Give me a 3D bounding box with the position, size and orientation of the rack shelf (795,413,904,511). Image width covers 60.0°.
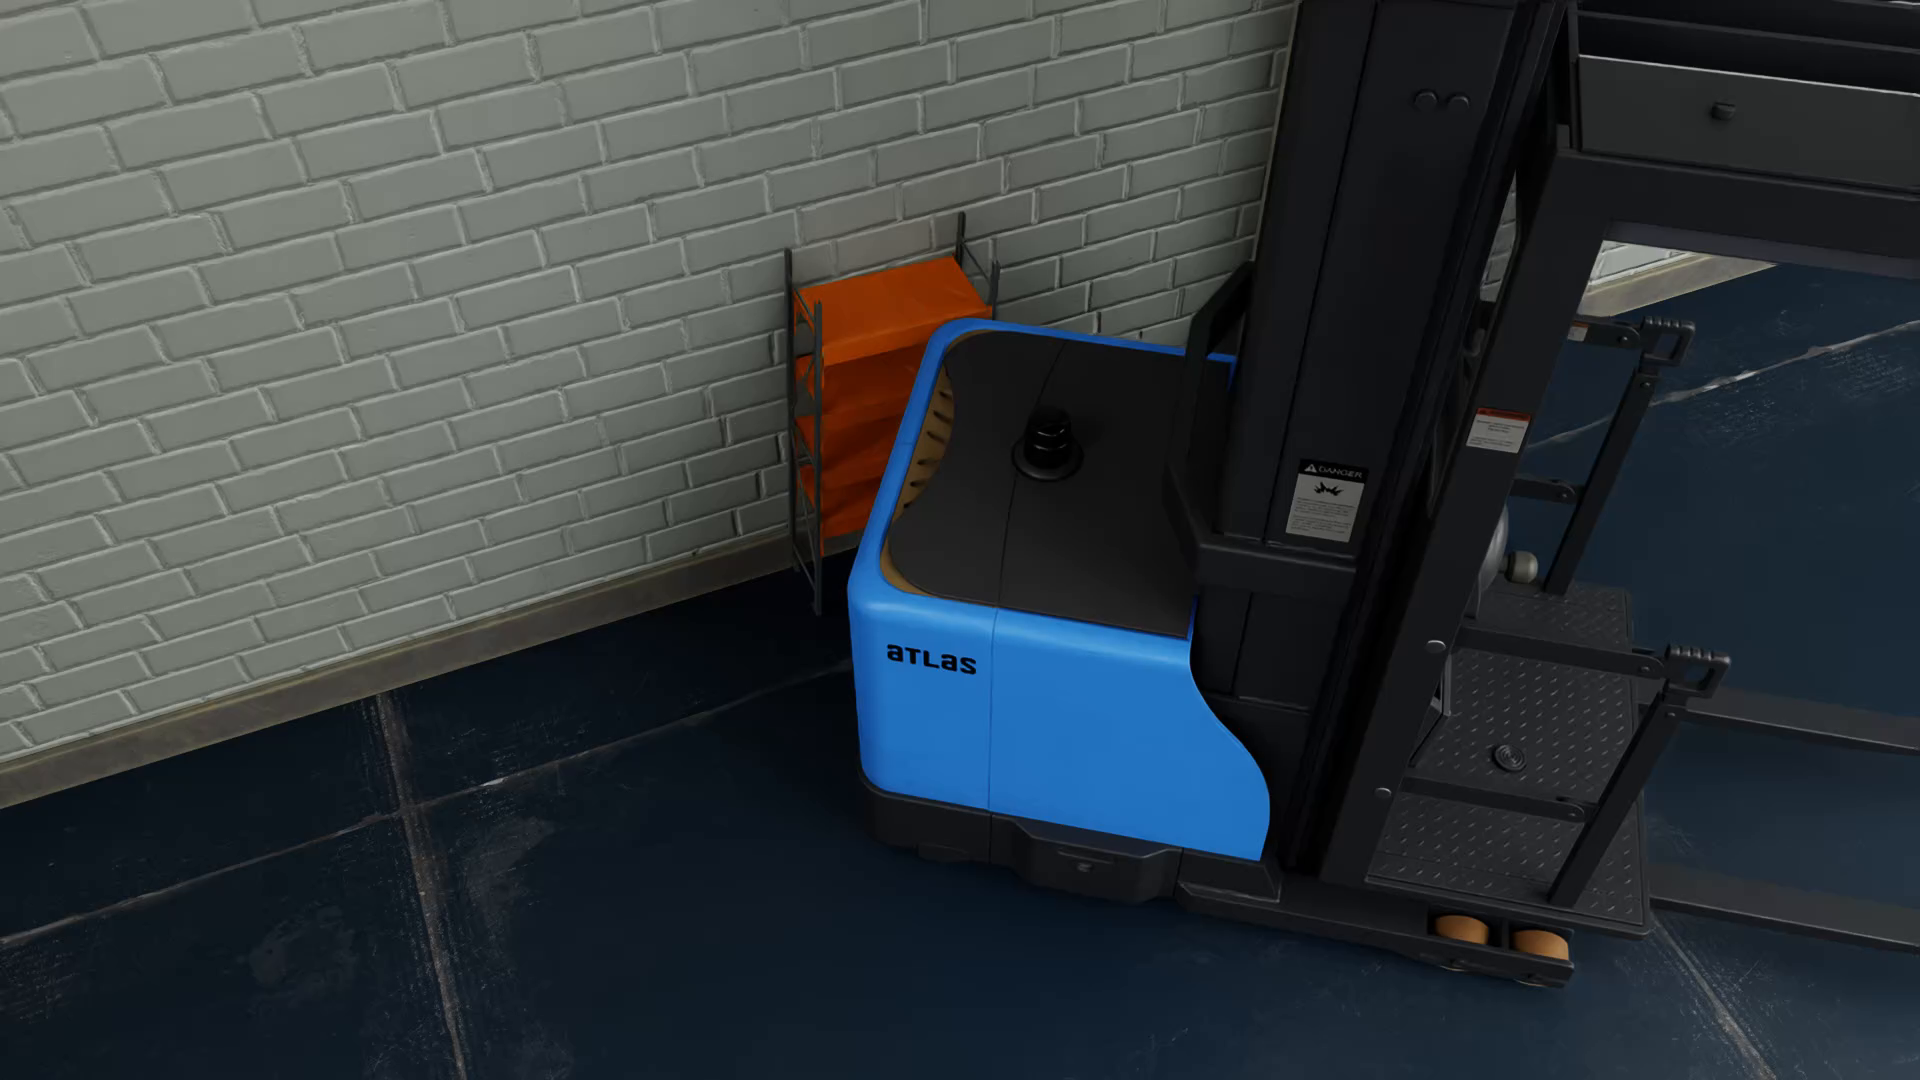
[{"bbox_3d":[-0.215,-0.278,4.762,0.480,0.148,0.258,-16,51,-18],"label":"rack shelf"}]

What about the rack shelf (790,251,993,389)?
[{"bbox_3d":[-0.186,-0.588,4.424,0.480,0.148,0.258,-16,51,-18],"label":"rack shelf"}]

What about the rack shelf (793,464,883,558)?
[{"bbox_3d":[-0.228,-0.144,4.908,0.480,0.148,0.258,-16,51,-18],"label":"rack shelf"}]

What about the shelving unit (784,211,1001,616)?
[{"bbox_3d":[-0.211,-0.323,4.712,0.503,1.200,0.258,-16,51,-18],"label":"shelving unit"}]

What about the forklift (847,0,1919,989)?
[{"bbox_3d":[1.299,-0.256,3.538,3.031,2.935,1.130,9,50,8],"label":"forklift"}]

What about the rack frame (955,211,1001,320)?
[{"bbox_3d":[0.012,-0.386,4.789,0.015,1.200,0.240,-16,51,-18],"label":"rack frame"}]

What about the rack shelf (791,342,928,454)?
[{"bbox_3d":[-0.201,-0.429,4.597,0.480,0.148,0.258,-16,51,-18],"label":"rack shelf"}]

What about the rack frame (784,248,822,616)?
[{"bbox_3d":[-0.434,-0.260,4.636,0.015,1.200,0.240,-16,51,-18],"label":"rack frame"}]
